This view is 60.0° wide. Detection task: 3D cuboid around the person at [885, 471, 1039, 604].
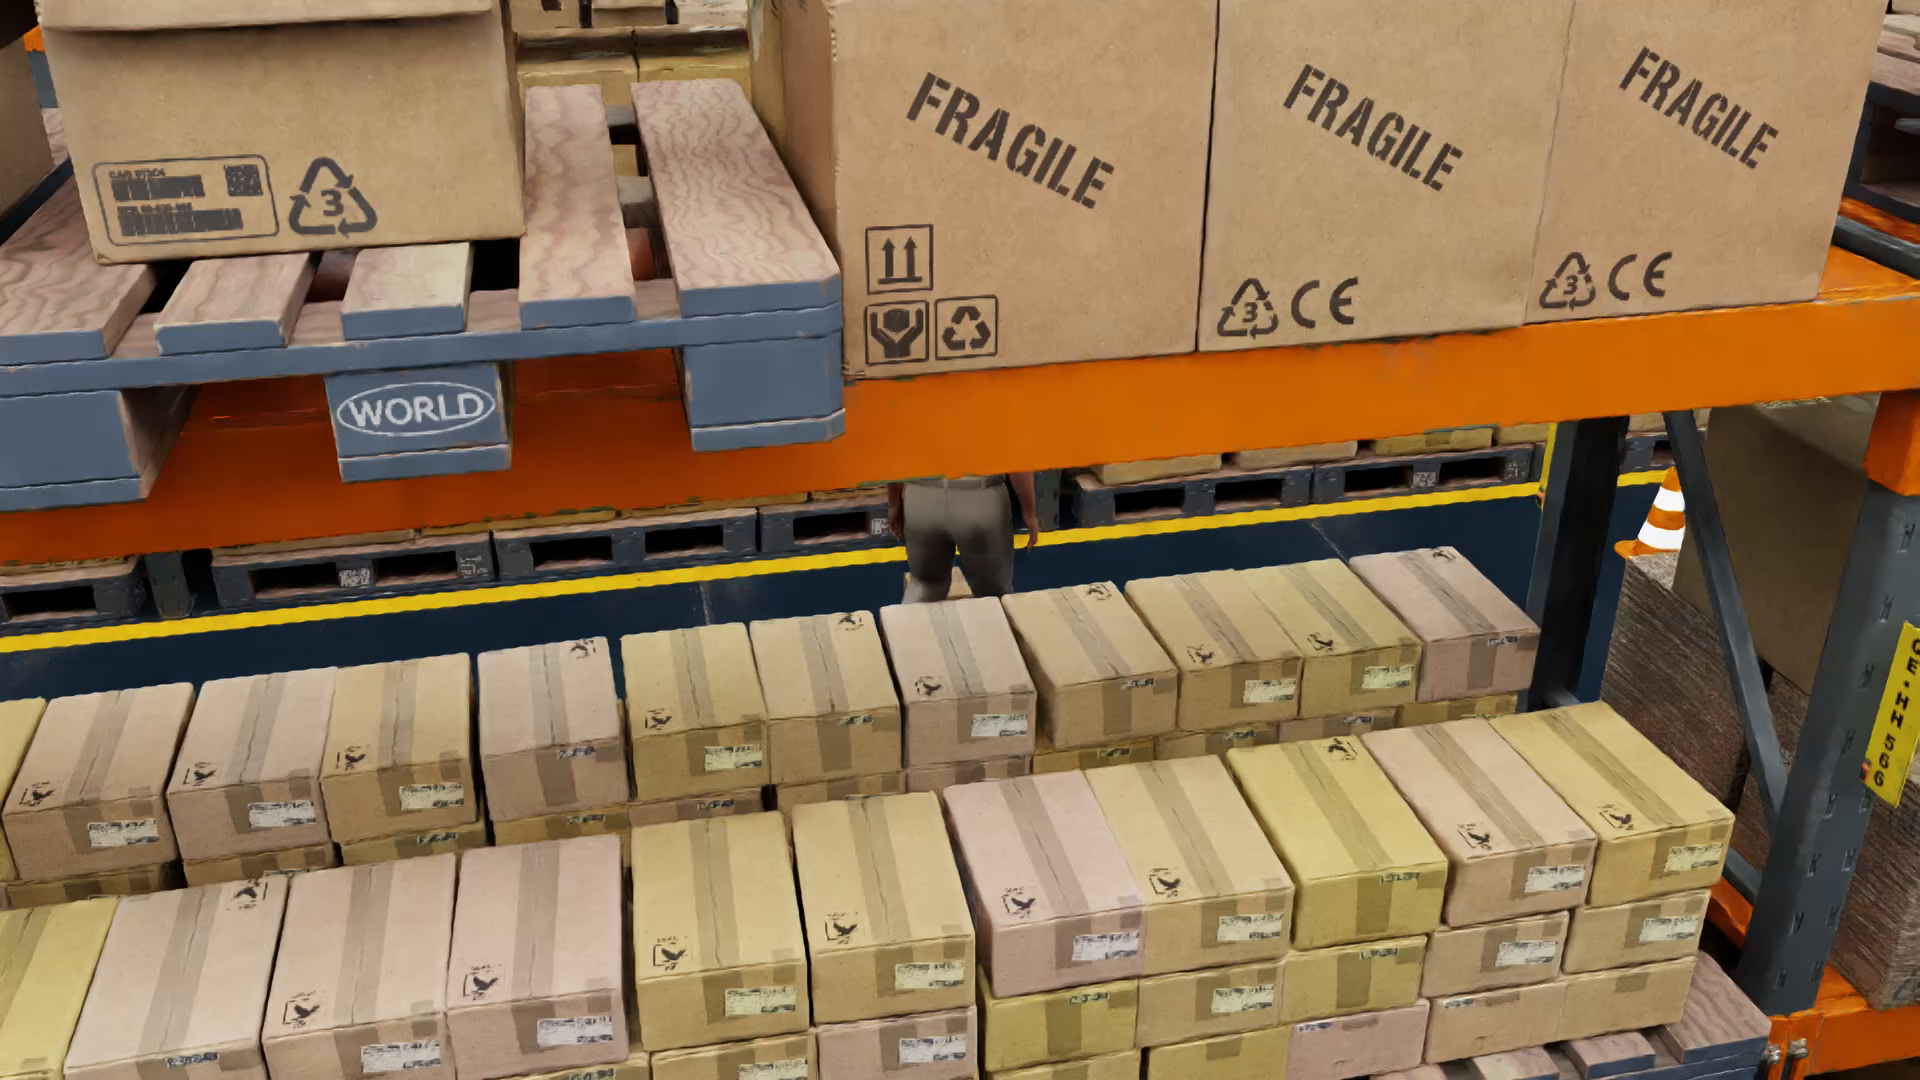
[{"bbox_3d":[0.015,-0.129,6.390,0.603,1.719,0.516,7,28,14],"label":"person"}]
